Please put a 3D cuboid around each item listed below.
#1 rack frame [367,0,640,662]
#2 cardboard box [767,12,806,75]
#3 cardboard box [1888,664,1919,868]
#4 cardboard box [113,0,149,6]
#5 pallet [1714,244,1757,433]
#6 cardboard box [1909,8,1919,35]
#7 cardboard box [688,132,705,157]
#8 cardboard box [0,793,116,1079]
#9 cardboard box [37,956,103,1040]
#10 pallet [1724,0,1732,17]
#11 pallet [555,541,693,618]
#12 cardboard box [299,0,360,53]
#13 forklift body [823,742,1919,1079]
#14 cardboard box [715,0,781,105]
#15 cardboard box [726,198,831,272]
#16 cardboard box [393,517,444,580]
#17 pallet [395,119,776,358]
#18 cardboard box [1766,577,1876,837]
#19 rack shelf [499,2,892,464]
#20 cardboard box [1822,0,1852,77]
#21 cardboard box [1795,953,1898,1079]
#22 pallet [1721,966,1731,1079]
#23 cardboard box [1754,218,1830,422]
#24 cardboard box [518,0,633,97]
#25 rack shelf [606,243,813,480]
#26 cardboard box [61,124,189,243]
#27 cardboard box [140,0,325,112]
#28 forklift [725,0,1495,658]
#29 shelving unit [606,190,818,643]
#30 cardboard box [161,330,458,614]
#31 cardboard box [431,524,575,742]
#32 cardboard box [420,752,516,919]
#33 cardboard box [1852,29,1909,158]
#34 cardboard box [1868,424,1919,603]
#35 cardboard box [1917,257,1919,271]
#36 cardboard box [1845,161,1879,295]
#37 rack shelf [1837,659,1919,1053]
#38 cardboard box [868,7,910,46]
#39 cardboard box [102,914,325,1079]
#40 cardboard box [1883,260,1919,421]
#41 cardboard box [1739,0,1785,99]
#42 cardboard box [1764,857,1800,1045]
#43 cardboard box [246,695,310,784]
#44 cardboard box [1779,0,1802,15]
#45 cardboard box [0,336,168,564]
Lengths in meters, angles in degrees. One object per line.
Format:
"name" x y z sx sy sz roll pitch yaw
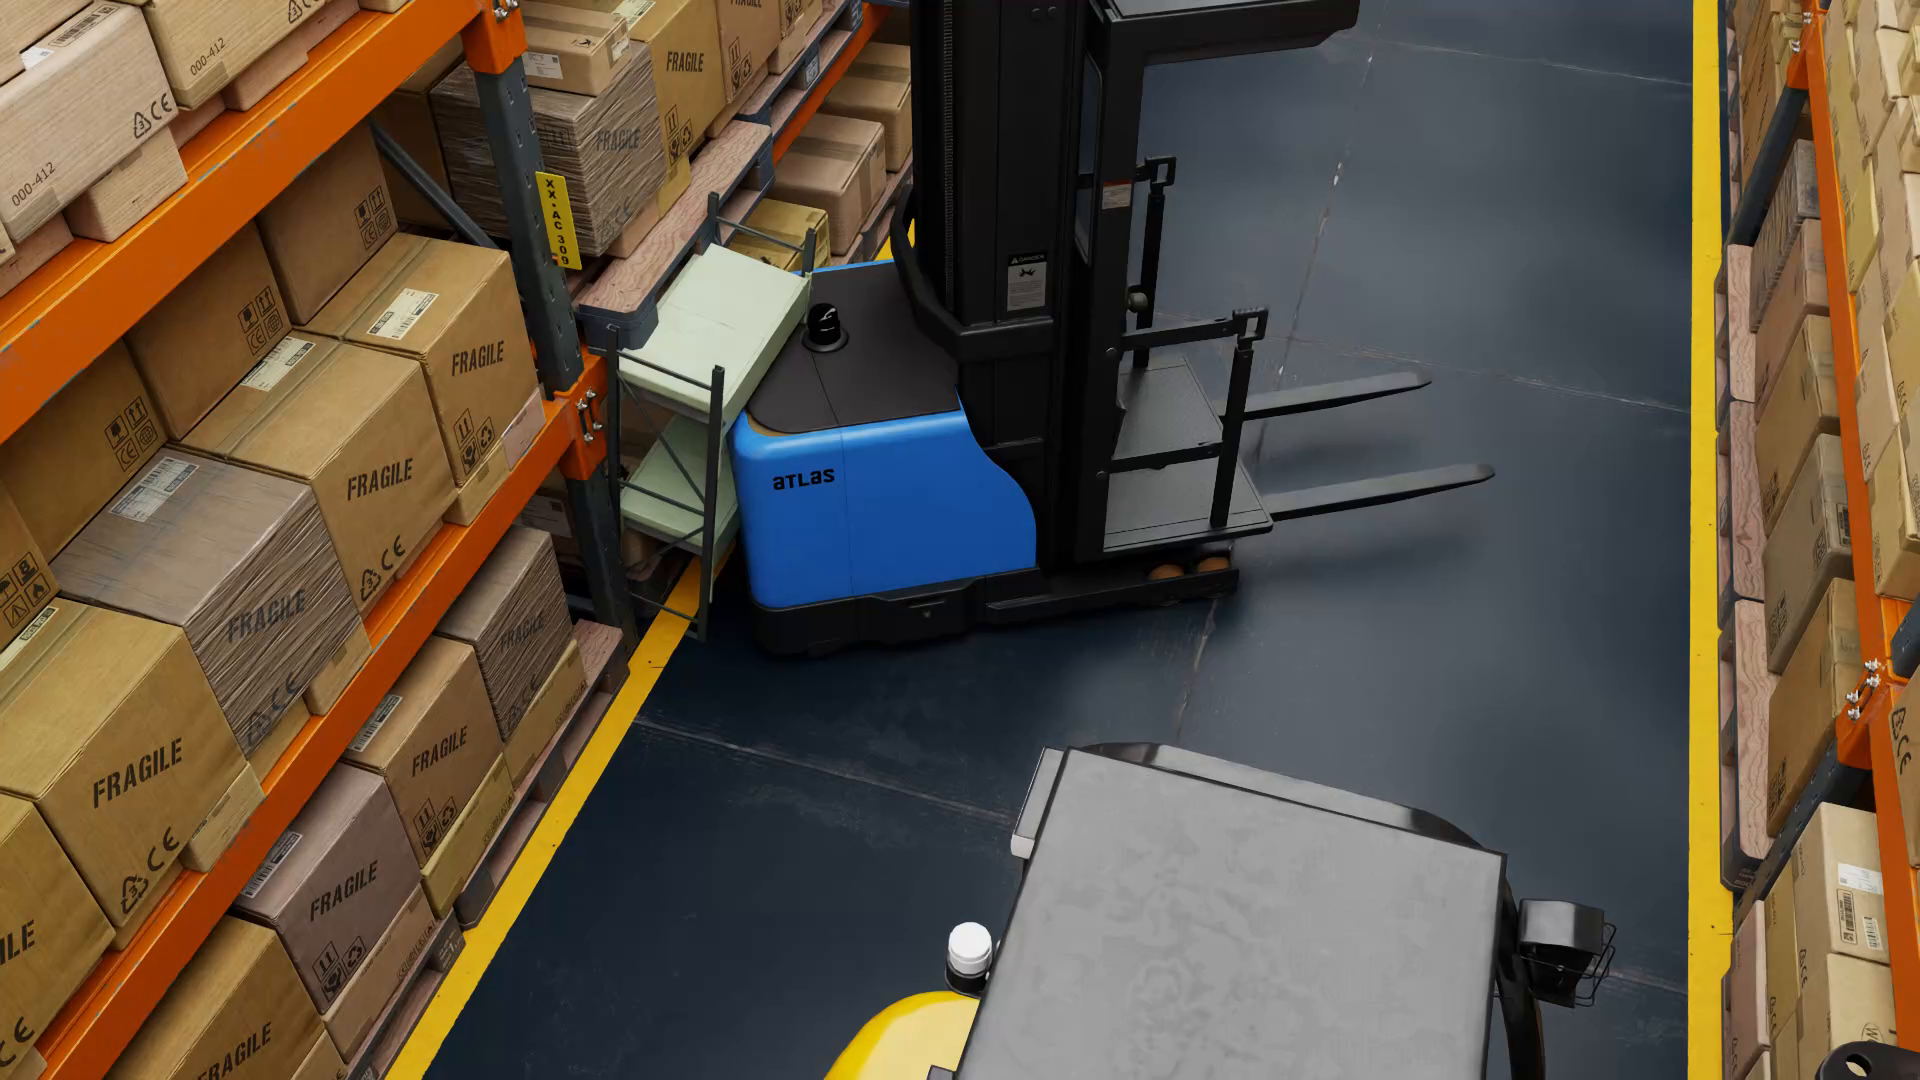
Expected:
"rack frame" -1.718 -0.749 5.371 1.000 3.000 0.127 13 46 13
"cardboard box" -0.828 -1.974 6.502 0.380 0.149 0.250 14 46 14
"cardboard box" 2.631 0.505 4.018 0.500 0.500 0.500 11 46 11
"cardboard box" -1.729 -1.214 3.311 0.380 0.149 0.250 14 46 14
"pallet" 3.939 -0.829 7.447 1.003 0.211 1.213 13 46 13
"cardboard box" 3.601 -1.778 5.887 0.380 0.149 0.250 13 46 13
"cardboard box" -1.152 -1.481 5.998 0.380 0.149 0.250 15 46 15
"cardboard box" -2.214 0.832 3.471 0.500 0.500 0.500 12 46 12
"cardboard box" -2.218 0.966 3.798 0.380 0.149 0.250 14 46 14
"pallet" 5.227 -3.486 10.161 1.003 0.211 1.213 13 46 13
"pallet" -1.483 -0.272 6.877 1.003 0.211 1.213 13 46 13
"cardboard box" -1.683 -1.307 3.976 0.380 0.149 0.250 13 46 13
"forklift body" 0.638 1.619 3.558 2.313 2.155 1.214 13 46 13
"cardboard box" -0.988 -1.954 6.017 0.500 0.500 0.500 12 46 12
"cardboard box" -1.138 -1.254 7.465 0.950 0.372 0.625 14 46 14
"cardboard box" -1.747 -0.055 4.842 0.380 0.149 0.250 13 46 13
"pallet" -1.348 -1.159 5.927 1.003 0.211 1.213 13 46 13
"cardboard box" 3.161 0.648 5.340 0.875 0.625 0.625 14 46 14
"rack shelf" -1.112 -1.825 6.985 1.077 0.370 4.000 13 46 13
"cardboard box" 3.858 -2.069 6.827 0.500 0.250 0.500 13 46 13
"cardboard box" 2.404 1.370 4.156 0.500 0.250 0.500 13 46 13
"pallet" 2.733 1.818 4.742 1.003 0.211 1.213 13 46 13
"cardboard box" 3.833 -0.818 6.839 0.875 0.625 0.625 14 46 14
"cardboard box" -1.238 -1.512 5.102 0.380 0.149 0.250 12 46 12
"rack shelf" -0.854 -0.640 5.722 0.431 0.370 0.720 21 51 6
"cardboard box" -1.848 -0.773 3.431 0.380 0.149 0.250 14 46 14
"cardboard box" -1.747 -1.186 3.567 0.500 0.250 0.500 12 46 12
"forklift" 0.609 -1.145 5.824 3.031 2.935 1.130 -9 45 -9
"shelving unit" -0.914 -0.402 6.025 0.431 1.500 0.755 21 51 6
"cardboard box" -1.765 -0.198 4.523 0.500 0.500 0.500 14 46 14
"cardboard box" -1.641 0.267 5.462 0.500 0.500 0.500 12 46 12
"cardboard box" -1.792 0.892 5.360 0.500 0.250 0.500 11 46 11
"cardboard box" 3.530 -1.569 5.958 0.500 0.250 0.500 11 46 11
"cardboard box" 2.917 -0.038 4.751 0.500 0.250 0.500 14 46 13
"cardboard box" 3.044 -0.774 4.861 0.380 0.149 0.250 11 45 11
"cardboard box" 3.393 -1.044 5.780 0.500 0.250 0.500 14 46 14
"rack shelf" 2.408 1.890 3.188 1.077 0.370 4.000 13 46 13
"cardboard box" -0.218 -3.249 9.144 0.875 0.875 0.875 12 46 12
"cardboard box" -2.101 1.305 4.402 0.500 0.500 0.500 13 46 13
"cardboard box" 3.068 -0.551 4.918 0.500 0.250 0.500 11 46 11
"cardboard box" 4.466 -2.631 8.781 0.500 0.500 0.500 14 46 14
"cardboard box" 2.573 1.211 4.676 0.500 0.250 0.500 12 46 12
"cardboard box" -1.935 0.462 4.313 0.380 0.149 0.250 12 46 12
"cardboard box" 4.309 -2.592 8.278 0.380 0.149 0.250 11 45 11
"cardboard box" -2.411 -0.336 3.950 0.700 0.500 0.500 12 46 12
